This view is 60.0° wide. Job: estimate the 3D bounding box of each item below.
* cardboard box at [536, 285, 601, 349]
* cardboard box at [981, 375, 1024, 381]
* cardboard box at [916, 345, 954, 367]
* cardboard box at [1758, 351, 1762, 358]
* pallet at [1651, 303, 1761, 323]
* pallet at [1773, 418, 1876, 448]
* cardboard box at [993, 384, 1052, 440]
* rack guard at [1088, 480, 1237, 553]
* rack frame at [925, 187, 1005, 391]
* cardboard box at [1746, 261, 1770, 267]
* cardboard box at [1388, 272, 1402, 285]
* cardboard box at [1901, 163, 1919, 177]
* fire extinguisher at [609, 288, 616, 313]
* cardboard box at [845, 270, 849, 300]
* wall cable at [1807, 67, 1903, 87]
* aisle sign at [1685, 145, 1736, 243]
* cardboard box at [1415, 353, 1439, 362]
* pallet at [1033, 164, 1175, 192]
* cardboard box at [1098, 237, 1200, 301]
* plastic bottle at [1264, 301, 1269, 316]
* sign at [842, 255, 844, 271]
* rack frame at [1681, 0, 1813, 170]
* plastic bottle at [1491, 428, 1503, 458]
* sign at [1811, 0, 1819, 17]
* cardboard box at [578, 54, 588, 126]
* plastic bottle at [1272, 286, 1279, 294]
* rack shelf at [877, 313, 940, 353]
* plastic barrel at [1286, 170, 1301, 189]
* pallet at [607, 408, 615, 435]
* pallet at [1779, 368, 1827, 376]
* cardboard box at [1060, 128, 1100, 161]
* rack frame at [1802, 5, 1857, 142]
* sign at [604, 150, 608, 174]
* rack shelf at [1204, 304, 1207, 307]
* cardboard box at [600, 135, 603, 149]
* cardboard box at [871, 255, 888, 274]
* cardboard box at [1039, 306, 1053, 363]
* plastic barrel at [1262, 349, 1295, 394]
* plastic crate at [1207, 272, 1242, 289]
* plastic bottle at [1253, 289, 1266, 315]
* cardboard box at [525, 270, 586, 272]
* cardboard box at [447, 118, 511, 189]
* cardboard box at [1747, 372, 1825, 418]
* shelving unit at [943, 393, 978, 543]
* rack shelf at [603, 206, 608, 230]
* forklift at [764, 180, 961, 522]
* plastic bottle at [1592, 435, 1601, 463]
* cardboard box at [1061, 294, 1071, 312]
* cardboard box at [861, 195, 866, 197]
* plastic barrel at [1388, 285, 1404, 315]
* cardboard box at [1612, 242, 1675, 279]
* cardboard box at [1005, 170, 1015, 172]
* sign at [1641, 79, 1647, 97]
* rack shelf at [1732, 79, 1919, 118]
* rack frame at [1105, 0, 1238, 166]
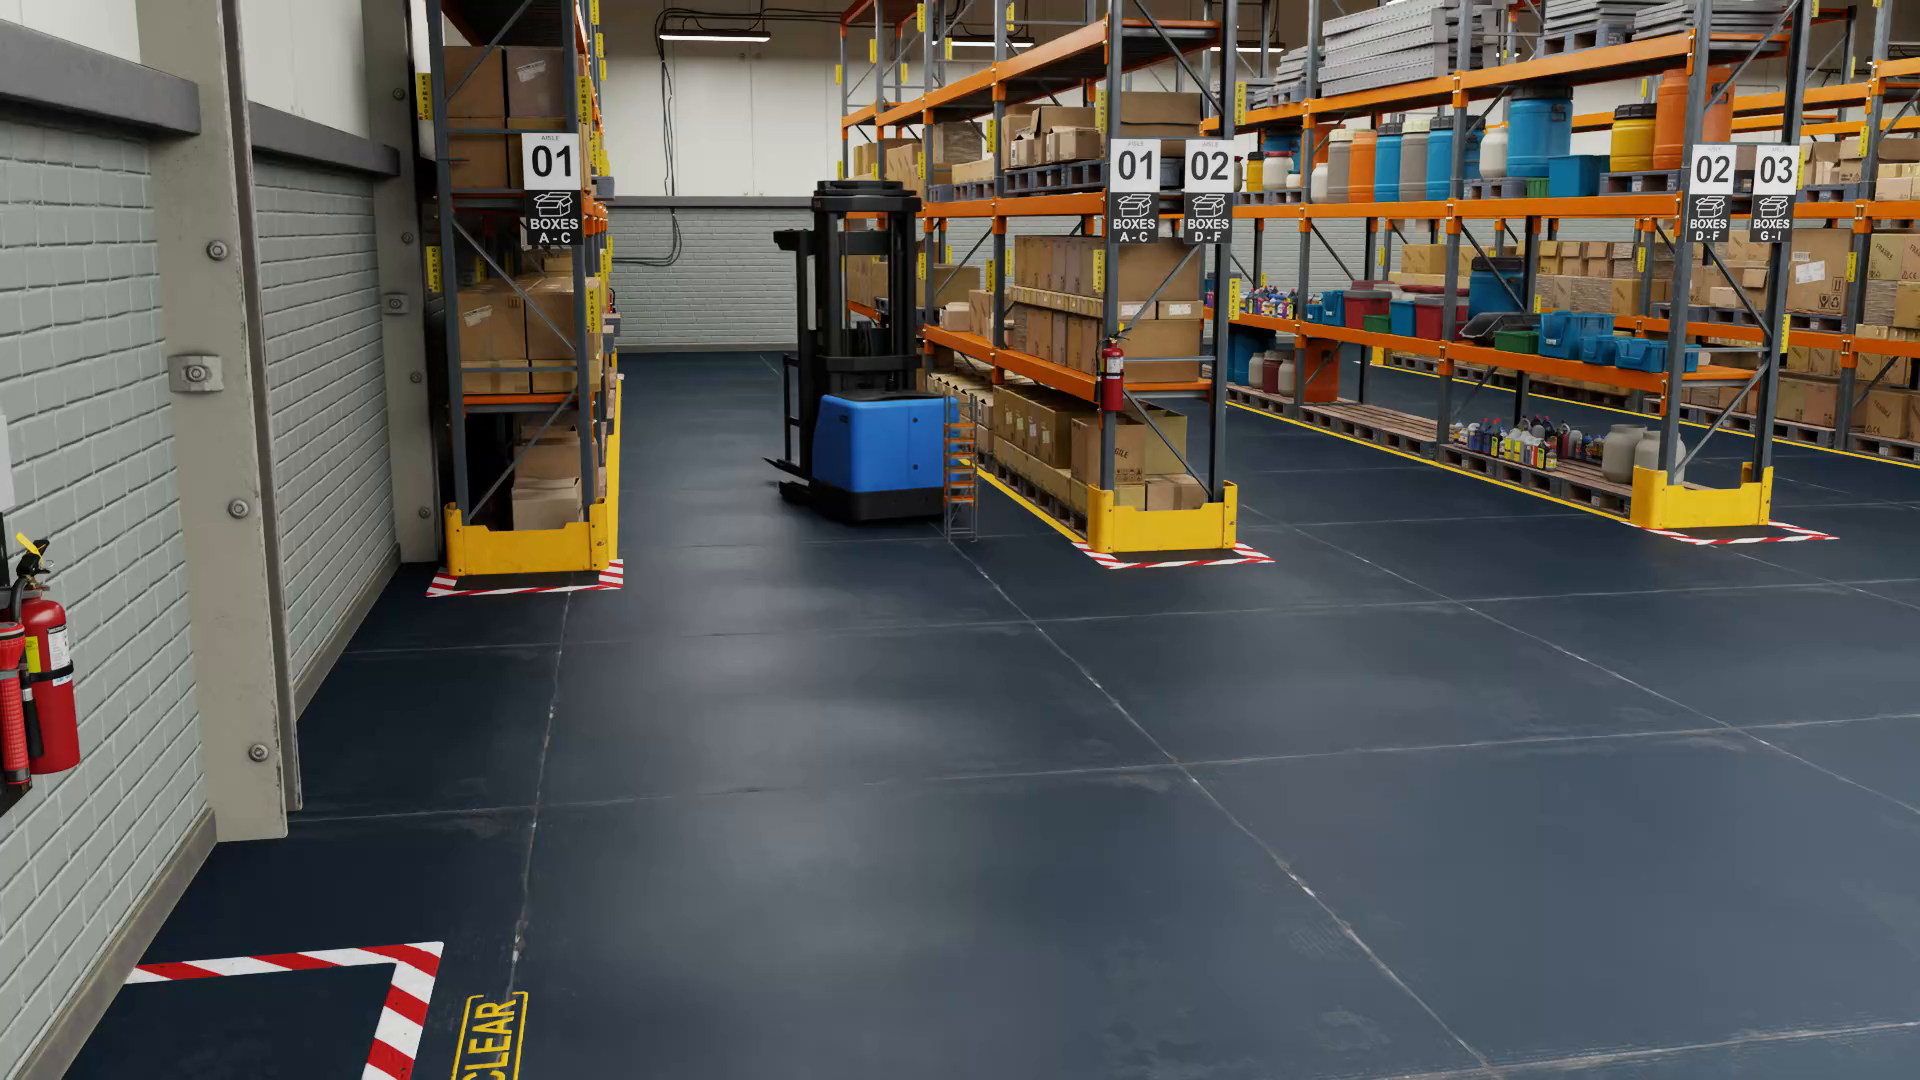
[{"bbox_3d":[-3.216,-1.834,13.651,0.500,0.500,0.500,-2,11,-13],"label":"cardboard box"},{"bbox_3d":[0.516,-1.842,20.081,0.500,0.311,0.500,-2,11,-12],"label":"cardboard box"},{"bbox_3d":[-0.362,-2.423,21.905,0.500,0.250,0.500,-2,11,-9],"label":"cardboard box"},{"bbox_3d":[13.517,-3.146,27.909,0.380,0.149,0.250,-2,11,-10],"label":"cardboard box"},{"bbox_3d":[10.026,-3.031,22.114,1.213,0.211,1.003,-2,11,-11],"label":"pallet"},{"bbox_3d":[10.408,-1.292,19.918,1.003,0.211,1.213,-2,11,-11],"label":"pallet"},{"bbox_3d":[0.626,-1.287,16.660,0.500,0.500,0.500,-2,11,-11],"label":"cardboard box"},{"bbox_3d":[1.626,-0.193,13.375,1.175,0.500,0.348,-2,11,-11],"label":"rack guard"},{"bbox_3d":[0.065,-2.893,20.873,1.000,3.000,0.127,-2,11,-11],"label":"rack frame"},{"bbox_3d":[13.519,-4.422,27.842,0.500,0.500,0.500,-2,11,-11],"label":"cardboard box"},{"bbox_3d":[8.056,-4.694,29.943,0.500,0.250,0.500,-2,11,-13],"label":"cardboard box"},{"bbox_3d":[10.441,-3.997,17.988,0.380,0.149,0.250,-3,11,-14],"label":"cardboard box"},{"bbox_3d":[-5.926,-4.003,27.907,0.296,0.674,0.183,-2,11,-11],"label":"fire extinguisher"},{"bbox_3d":[-1.663,-4.318,28.095,0.500,0.500,0.500,-2,11,-10],"label":"cardboard box"},{"bbox_3d":[20.043,-9.200,37.864,2.988,3.039,0.133,-2,11,-11],"label":"wall cable"},{"bbox_3d":[6.203,-2.858,13.738,0.394,0.787,0.004,-2,11,-11],"label":"aisle sign"},{"bbox_3d":[8.607,-3.601,29.152,0.875,0.875,0.875,-2,11,-11],"label":"cardboard box"},{"bbox_3d":[1.268,-3.211,14.756,1.003,0.211,1.213,-2,11,-11],"label":"pallet"},{"bbox_3d":[1.533,-2.208,13.537,0.700,0.500,0.500,-2,11,-11],"label":"cardboard box"},{"bbox_3d":[4.265,-3.205,23.043,0.097,0.201,0.097,0,11,0],"label":"plastic bottle"},{"bbox_3d":[-2.023,-4.766,28.397,0.100,0.325,0.005,-2,11,-11],"label":"sign"},{"bbox_3d":[6.481,-4.552,13.546,1.000,3.000,0.127,-2,11,-11],"label":"rack frame"},{"bbox_3d":[5.481,-0.991,16.968,0.061,0.283,0.133,-2,11,-8],"label":"plastic bottle"},{"bbox_3d":[7.021,-4.469,13.667,0.100,0.325,0.005,-2,11,-11],"label":"sign"},{"bbox_3d":[-3.122,-3.442,12.740,0.500,0.500,0.500,-2,11,-12],"label":"cardboard box"},{"bbox_3d":[4.683,-3.591,24.674,0.144,0.351,0.185,-2,11,-11],"label":"plastic bottle"},{"bbox_3d":[-0.324,-2.906,22.868,1.077,0.370,4.000,-2,11,-11],"label":"rack shelf"},{"bbox_3d":[4.572,-4.876,22.514,0.301,0.262,0.301,0,11,0],"label":"plastic barrel"},{"bbox_3d":[-4.872,-1.490,20.958,1.003,0.211,1.213,-2,11,-11],"label":"pallet"},{"bbox_3d":[14.043,-2.635,26.978,1.003,0.211,1.213,-2,11,-11],"label":"pallet"},{"bbox_3d":[1.139,-3.302,13.905,0.500,0.250,0.500,-2,11,-11],"label":"cardboard box"},{"bbox_3d":[13.890,-7.095,26.906,1.000,3.000,0.127,-2,11,-11],"label":"rack frame"},{"bbox_3d":[-5.041,-5.349,23.532,0.100,0.325,0.005,-2,11,-11],"label":"sign"},{"bbox_3d":[3.758,-3.819,27.665,1.077,0.370,4.000,-2,11,-11],"label":"rack shelf"},{"bbox_3d":[-5.435,-5.610,24.133,0.500,0.500,0.500,-2,11,-12],"label":"cardboard box"},{"bbox_3d":[-1.065,-4.250,25.062,0.500,0.500,0.500,-2,11,-11],"label":"cardboard box"},{"bbox_3d":[1.138,-1.939,15.592,0.700,0.500,0.500,-2,11,-10],"label":"cardboard box"},{"bbox_3d":[4.593,-2.390,23.558,0.600,0.588,0.708,-2,11,-11],"label":"plastic barrel"},{"bbox_3d":[4.219,-4.040,26.567,0.402,0.464,0.583,-2,11,-11],"label":"plastic crate"},{"bbox_3d":[4.215,-3.347,23.391,0.144,0.351,0.185,-2,11,-11],"label":"plastic bottle"},{"bbox_3d":[-4.692,-2.891,19.422,0.700,0.500,0.500,-3,11,-18],"label":"cardboard box"},{"bbox_3d":[-3.567,-2.845,12.276,0.500,0.500,0.500,-1,11,-7],"label":"cardboard box"},{"bbox_3d":[10.279,-1.811,20.698,0.700,0.500,0.500,-3,11,-16],"label":"cardboard box"},{"bbox_3d":[0.003,-0.587,13.570,0.258,1.200,0.189,-2,11,-11],"label":"shelving unit"},{"bbox_3d":[-5.960,-4.933,25.491,1.077,0.370,4.000,-2,11,-11],"label":"rack shelf"},{"bbox_3d":[-1.062,-1.829,15.469,1.130,2.935,3.031,-5,12,-24],"label":"forklift"},{"bbox_3d":[6.348,-0.906,16.554,0.097,0.271,0.097,0,11,0],"label":"plastic bottle"},{"bbox_3d":[1.107,-2.094,14.673,0.380,0.149,0.250,-2,11,-9],"label":"cardboard box"},{"bbox_3d":[-1.261,-5.289,25.843,0.500,0.250,0.500,-2,11,-11],"label":"cardboard box"},{"bbox_3d":[5.416,-2.869,20.449,0.421,0.512,0.421,0,11,0],"label":"plastic barrel"},{"bbox_3d":[9.657,-3.929,23.367,0.797,0.503,0.637,-2,11,-9],"label":"cardboard box"},{"bbox_3d":[0.733,-3.879,17.309,0.500,0.250,0.500,-1,11,-5],"label":"cardboard box"},{"bbox_3d":[12.580,-8.307,30.562,0.100,0.325,0.005,-2,11,-11],"label":"sign"},{"bbox_3d":[10.172,-5.283,20.379,1.077,0.370,4.000,-2,11,-11],"label":"rack shelf"},{"bbox_3d":[1.621,-4.373,12.603,1.000,3.000,0.127,-2,11,-11],"label":"rack frame"}]
